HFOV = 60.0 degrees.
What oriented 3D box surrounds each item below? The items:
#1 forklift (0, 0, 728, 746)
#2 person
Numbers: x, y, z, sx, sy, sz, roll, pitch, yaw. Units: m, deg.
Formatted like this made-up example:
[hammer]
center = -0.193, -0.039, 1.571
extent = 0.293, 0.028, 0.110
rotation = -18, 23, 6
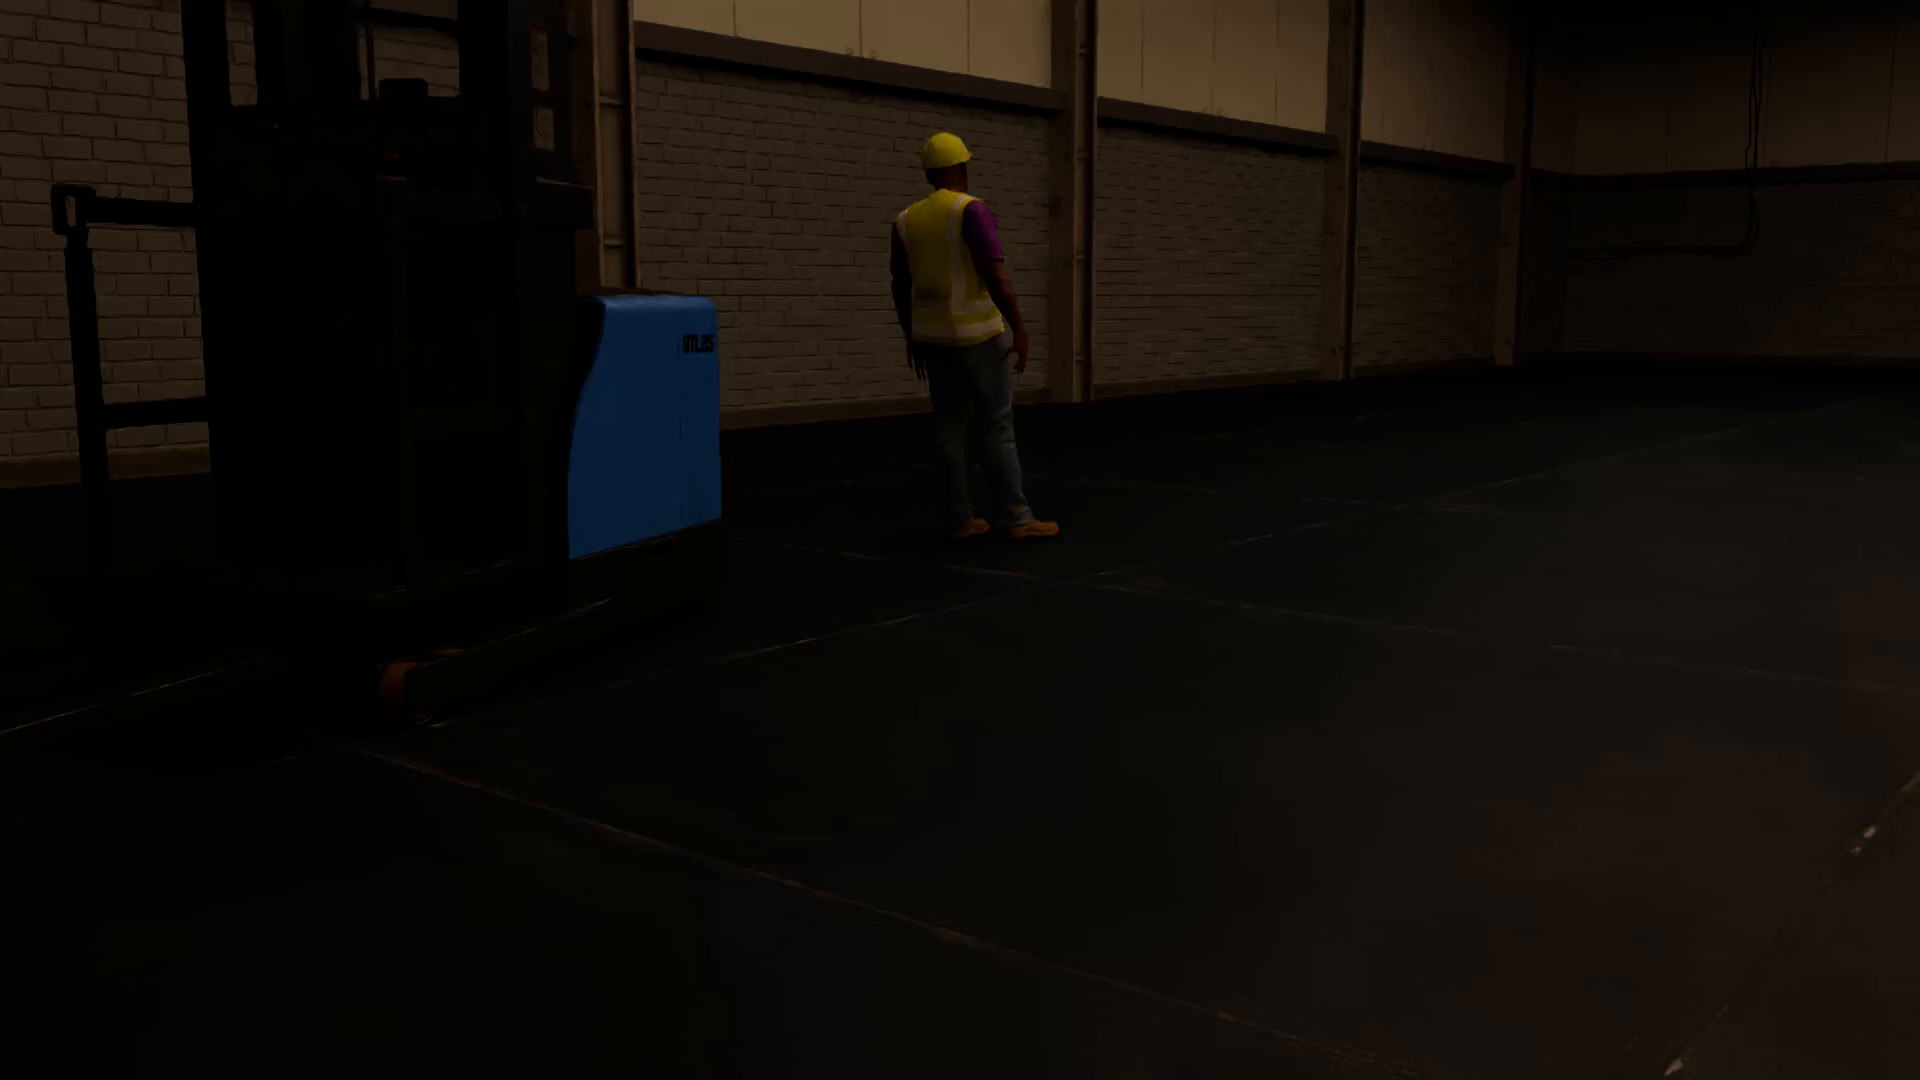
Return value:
[forklift]
center = -1.773, -1.046, 4.434
extent = 1.130, 2.935, 3.031
rotation = 3, 9, 19
[person]
center = 0.048, -0.888, 7.326
extent = 0.665, 1.766, 0.576
rotation = 7, 11, 38
